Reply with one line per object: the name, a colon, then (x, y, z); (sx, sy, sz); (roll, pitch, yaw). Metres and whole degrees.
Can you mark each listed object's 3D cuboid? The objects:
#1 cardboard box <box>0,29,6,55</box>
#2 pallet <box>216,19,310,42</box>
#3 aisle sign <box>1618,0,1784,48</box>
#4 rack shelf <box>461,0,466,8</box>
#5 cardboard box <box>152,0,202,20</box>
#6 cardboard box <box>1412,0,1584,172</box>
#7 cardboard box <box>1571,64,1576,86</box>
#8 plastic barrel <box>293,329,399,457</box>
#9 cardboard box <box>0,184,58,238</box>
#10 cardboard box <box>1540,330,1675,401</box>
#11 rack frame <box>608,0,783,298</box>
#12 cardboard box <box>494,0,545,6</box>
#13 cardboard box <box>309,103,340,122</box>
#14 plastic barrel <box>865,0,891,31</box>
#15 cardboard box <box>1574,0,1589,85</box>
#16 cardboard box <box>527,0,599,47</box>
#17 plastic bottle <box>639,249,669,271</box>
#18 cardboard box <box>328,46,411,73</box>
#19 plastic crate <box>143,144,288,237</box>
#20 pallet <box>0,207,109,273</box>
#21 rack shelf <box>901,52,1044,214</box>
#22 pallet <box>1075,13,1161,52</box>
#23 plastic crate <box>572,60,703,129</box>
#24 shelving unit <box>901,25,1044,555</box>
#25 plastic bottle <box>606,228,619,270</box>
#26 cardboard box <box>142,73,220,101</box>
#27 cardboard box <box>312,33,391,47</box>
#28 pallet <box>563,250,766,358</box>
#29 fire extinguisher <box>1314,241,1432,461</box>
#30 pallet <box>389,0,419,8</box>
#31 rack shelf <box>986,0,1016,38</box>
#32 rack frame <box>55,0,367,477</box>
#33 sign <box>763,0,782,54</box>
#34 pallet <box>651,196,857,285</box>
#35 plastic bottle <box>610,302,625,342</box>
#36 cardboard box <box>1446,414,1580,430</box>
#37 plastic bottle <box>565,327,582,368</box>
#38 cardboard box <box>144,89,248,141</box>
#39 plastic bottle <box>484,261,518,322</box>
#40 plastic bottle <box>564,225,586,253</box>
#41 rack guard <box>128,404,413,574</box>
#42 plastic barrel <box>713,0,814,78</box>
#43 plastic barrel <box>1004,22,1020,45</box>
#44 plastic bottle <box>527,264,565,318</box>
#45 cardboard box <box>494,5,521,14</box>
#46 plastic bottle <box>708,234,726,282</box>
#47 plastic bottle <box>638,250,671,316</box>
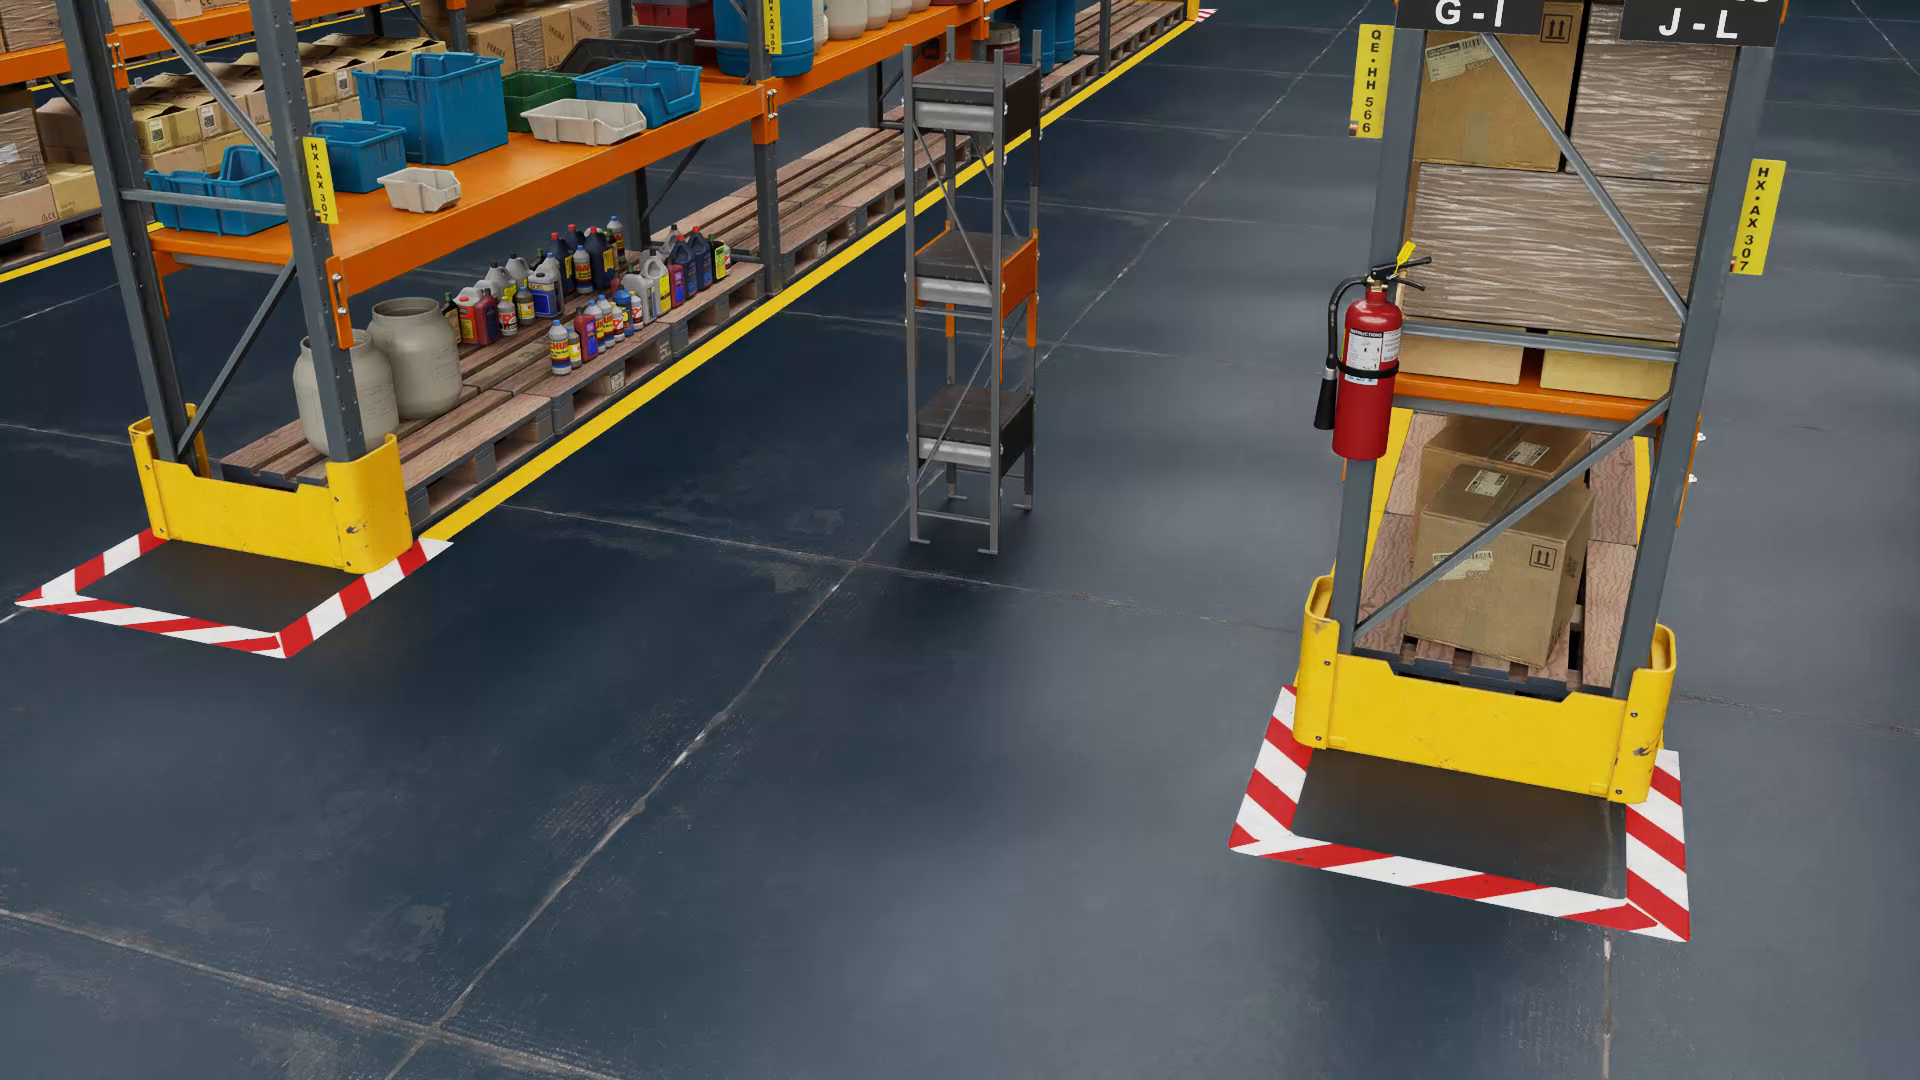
cardboard box: (-6.589, -3.325, 10.560); (0.700, 0.500, 0.500); (8, 27, 17)
pallet: (-8.474, -6.102, 19.611); (1.003, 0.211, 1.213); (9, 27, 17)
aisle sign: (1.994, -1.700, 4.336); (0.394, 0.787, 0.004); (9, 27, 17)
rack shelf: (-4.281, -5.823, 16.660); (1.077, 0.370, 4.000); (9, 27, 17)
cardboard box: (-5.790, -3.902, 12.156); (0.380, 0.149, 0.250); (9, 27, 17)
cardboard box: (1.681, -1.490, 5.281); (0.500, 0.500, 0.500); (9, 27, 17)
cardboard box: (2.378, -1.626, 6.710); (0.875, 0.500, 0.500); (9, 27, 17)
plastic barrel: (-2.792, -0.668, 7.561); (0.421, 0.512, 0.421); (0, 26, 0)
cardboard box: (-6.402, -2.206, 11.038); (0.500, 0.250, 0.500); (9, 27, 17)
cardboard box: (2.051, -0.569, 5.270); (0.380, 0.149, 0.250); (9, 27, 17)
rack frame: (-1.608, -2.961, 9.924); (1.000, 3.000, 0.127); (9, 27, 17)
cardboard box: (-4.506, -5.598, 16.874); (0.500, 0.250, 0.500); (8, 27, 16)
cardboard box: (-5.399, -3.394, 13.492); (0.500, 0.250, 0.500); (9, 27, 18)
plastic barrel: (-0.695, -3.863, 11.630); (0.433, 0.535, 0.433); (0, 26, 0)
cardboard box: (2.670, -2.031, 6.399); (0.500, 0.500, 0.500); (9, 27, 17)
cardboard box: (-4.017, -5.180, 16.870); (0.500, 0.500, 0.500); (8, 27, 16)
plastic bottle: (-1.763, -1.559, 9.649); (0.152, 0.276, 0.135); (9, 27, 17)
cardboard box: (-5.056, -4.063, 14.229); (0.500, 0.311, 0.500); (8, 27, 17)
plastic crate: (-3.055, -1.499, 7.075); (0.499, 0.251, 0.616); (9, 27, 17)
pallet: (-6.582, -2.105, 11.356); (1.003, 0.211, 1.213); (9, 27, 17)
rack shelf: (0.055, -1.631, 6.634); (0.431, 0.518, 0.480); (9, 27, 17)
pallet: (1.666, -5.804, 18.996); (1.003, 0.211, 1.213); (9, 27, 17)
plastic crate: (-1.720, -2.400, 8.935); (0.499, 0.251, 0.616); (9, 27, 17)
shelving unit: (0.055, -1.013, 6.933); (0.431, 2.100, 0.503); (9, 27, 17)
plastic bottle: (-2.109, -1.717, 9.967); (0.061, 0.283, 0.133); (9, 27, 17)
cardboard box: (-6.078, -3.512, 13.092); (0.500, 0.311, 0.500); (9, 27, 17)
cardboard box: (-5.398, -4.356, 14.834); (0.500, 0.311, 0.500); (10, 27, 19)
pallet: (-1.871, -1.436, 9.974); (1.003, 0.211, 1.213); (9, 27, 17)
fire extinguisher: (1.259, -0.584, 5.103); (0.296, 0.674, 0.183); (9, 27, 17)
pallet: (-7.557, -7.234, 21.950); (1.003, 0.211, 1.213); (9, 27, 17)
rack shelf: (0.388, -5.103, 15.173); (1.077, 0.370, 4.000); (9, 27, 17)
rack frame: (-2.939, -1.317, 6.529); (1.000, 3.000, 0.127); (9, 27, 17)
sign: (-1.093, -3.001, 9.689); (0.100, 0.325, 0.005); (9, 27, 17)
pallet: (-1.384, -2.034, 11.209); (1.003, 0.211, 1.213); (9, 27, 17)
plastic bottle: (-1.862, -1.178, 8.948); (0.097, 0.201, 0.097); (0, 26, 0)
cardboard box: (2.348, -0.422, 7.067); (0.500, 0.500, 0.500); (11, 28, 22)
plastic bottle: (-2.008, -0.998, 8.576); (0.097, 0.201, 0.097); (0, 26, 0)
cardboard box: (-5.734, -3.223, 12.495); (0.500, 0.311, 0.500); (8, 27, 17)
plastic bottle: (-2.534, -1.367, 9.165); (0.144, 0.351, 0.185); (10, 28, 20)
plastic bottle: (-2.268, -1.695, 9.844); (0.144, 0.351, 0.185); (10, 27, 19)
rack guard: (-2.958, -0.230, 7.152); (1.175, 0.500, 0.348); (9, 27, 17)
plastic barrel: (-1.194, -3.302, 10.052); (0.600, 0.901, 0.708); (9, 27, 17)
plastic barrel: (0.349, -4.587, 15.654); (0.421, 0.512, 0.421); (0, 26, 0)
plastic bottle: (-2.324, -1.398, 9.316); (0.152, 0.276, 0.135); (9, 27, 17)
cardboard box: (-4.685, -5.029, 16.558); (0.500, 0.500, 0.500); (8, 27, 16)
plastic bottle: (-1.457, -1.691, 9.913); (0.061, 0.283, 0.133); (10, 28, 20)
plastic bottle: (-1.722, -1.449, 9.335); (0.144, 0.351, 0.185); (9, 27, 17)
